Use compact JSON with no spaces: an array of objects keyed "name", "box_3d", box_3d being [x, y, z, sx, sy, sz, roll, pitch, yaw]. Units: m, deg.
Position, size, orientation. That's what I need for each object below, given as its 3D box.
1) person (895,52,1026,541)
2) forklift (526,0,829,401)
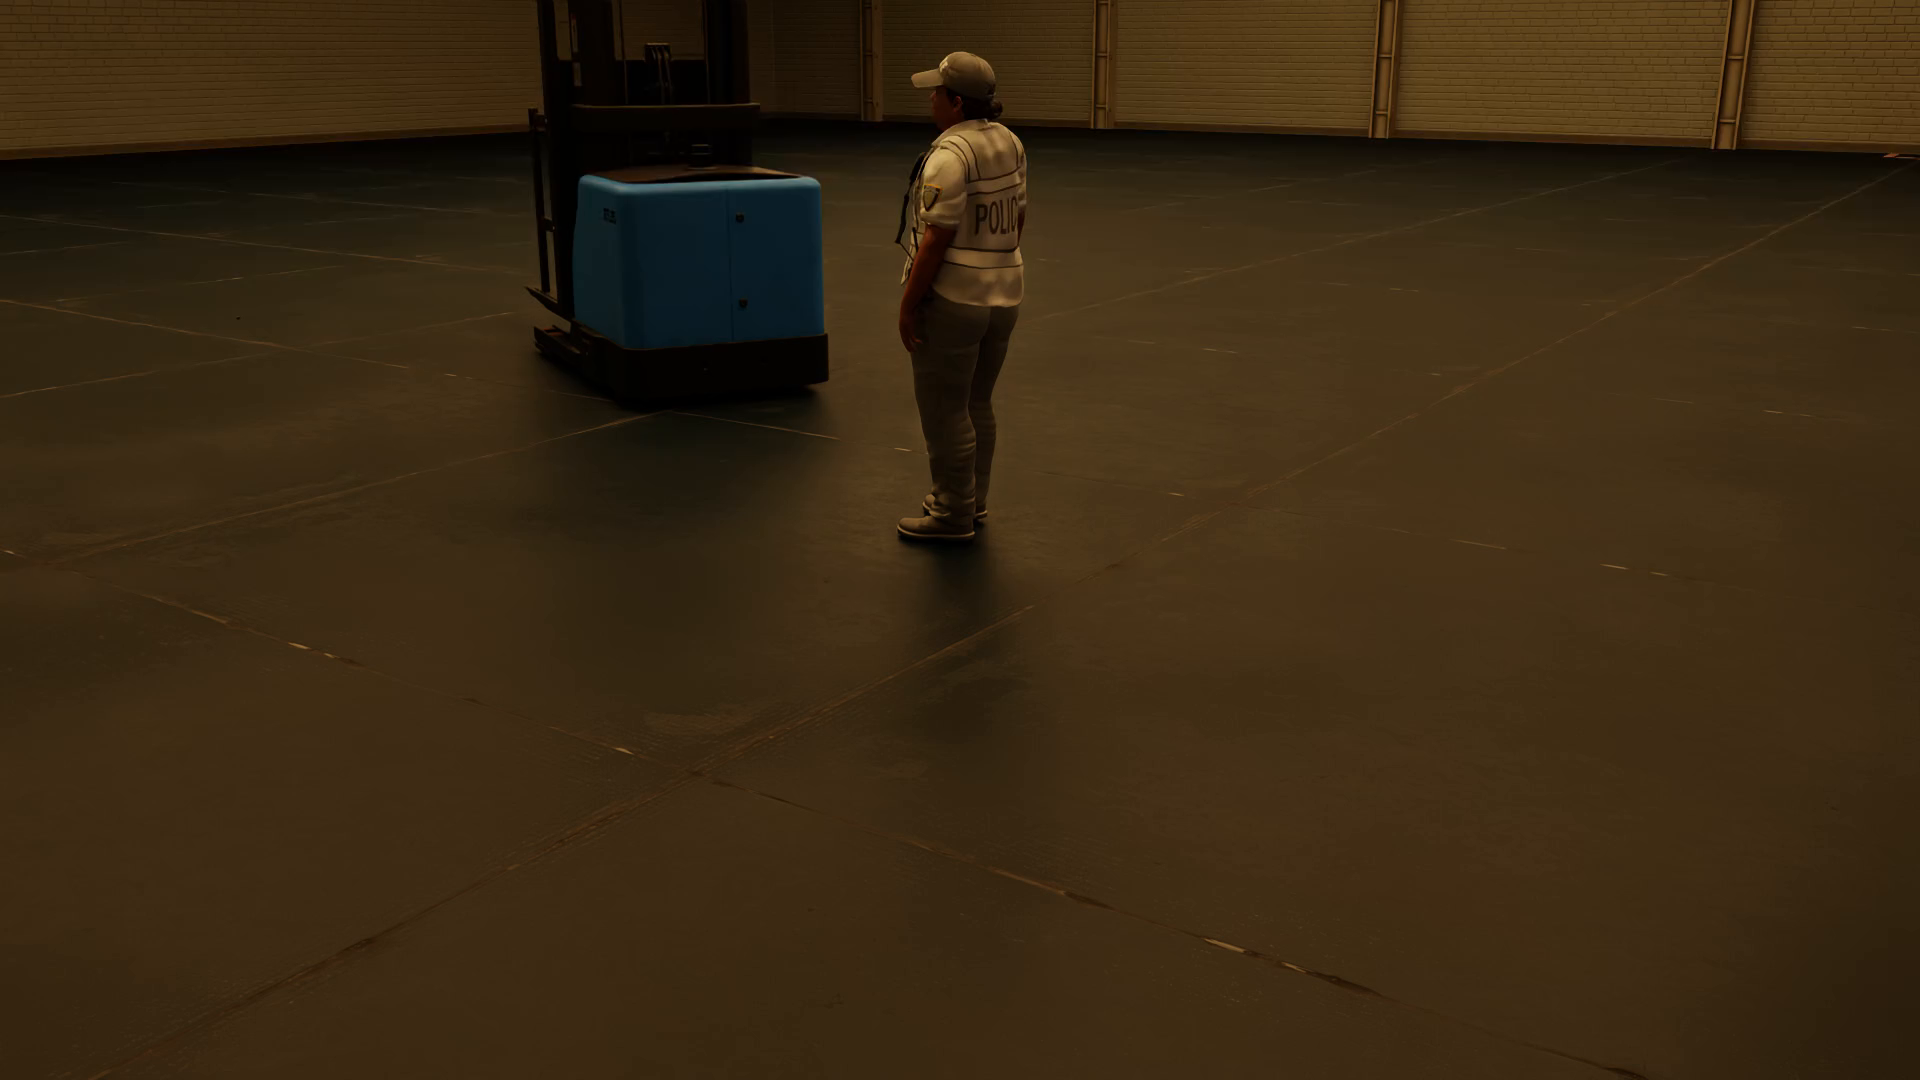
[{"name":"person","box_3d":[-0.050,-0.824,5.767,0.529,1.670,0.598,11,20,33]},{"name":"forklift","box_3d":[-1.772,-2.454,9.038,1.130,2.935,3.031,-8,18,-25]}]
